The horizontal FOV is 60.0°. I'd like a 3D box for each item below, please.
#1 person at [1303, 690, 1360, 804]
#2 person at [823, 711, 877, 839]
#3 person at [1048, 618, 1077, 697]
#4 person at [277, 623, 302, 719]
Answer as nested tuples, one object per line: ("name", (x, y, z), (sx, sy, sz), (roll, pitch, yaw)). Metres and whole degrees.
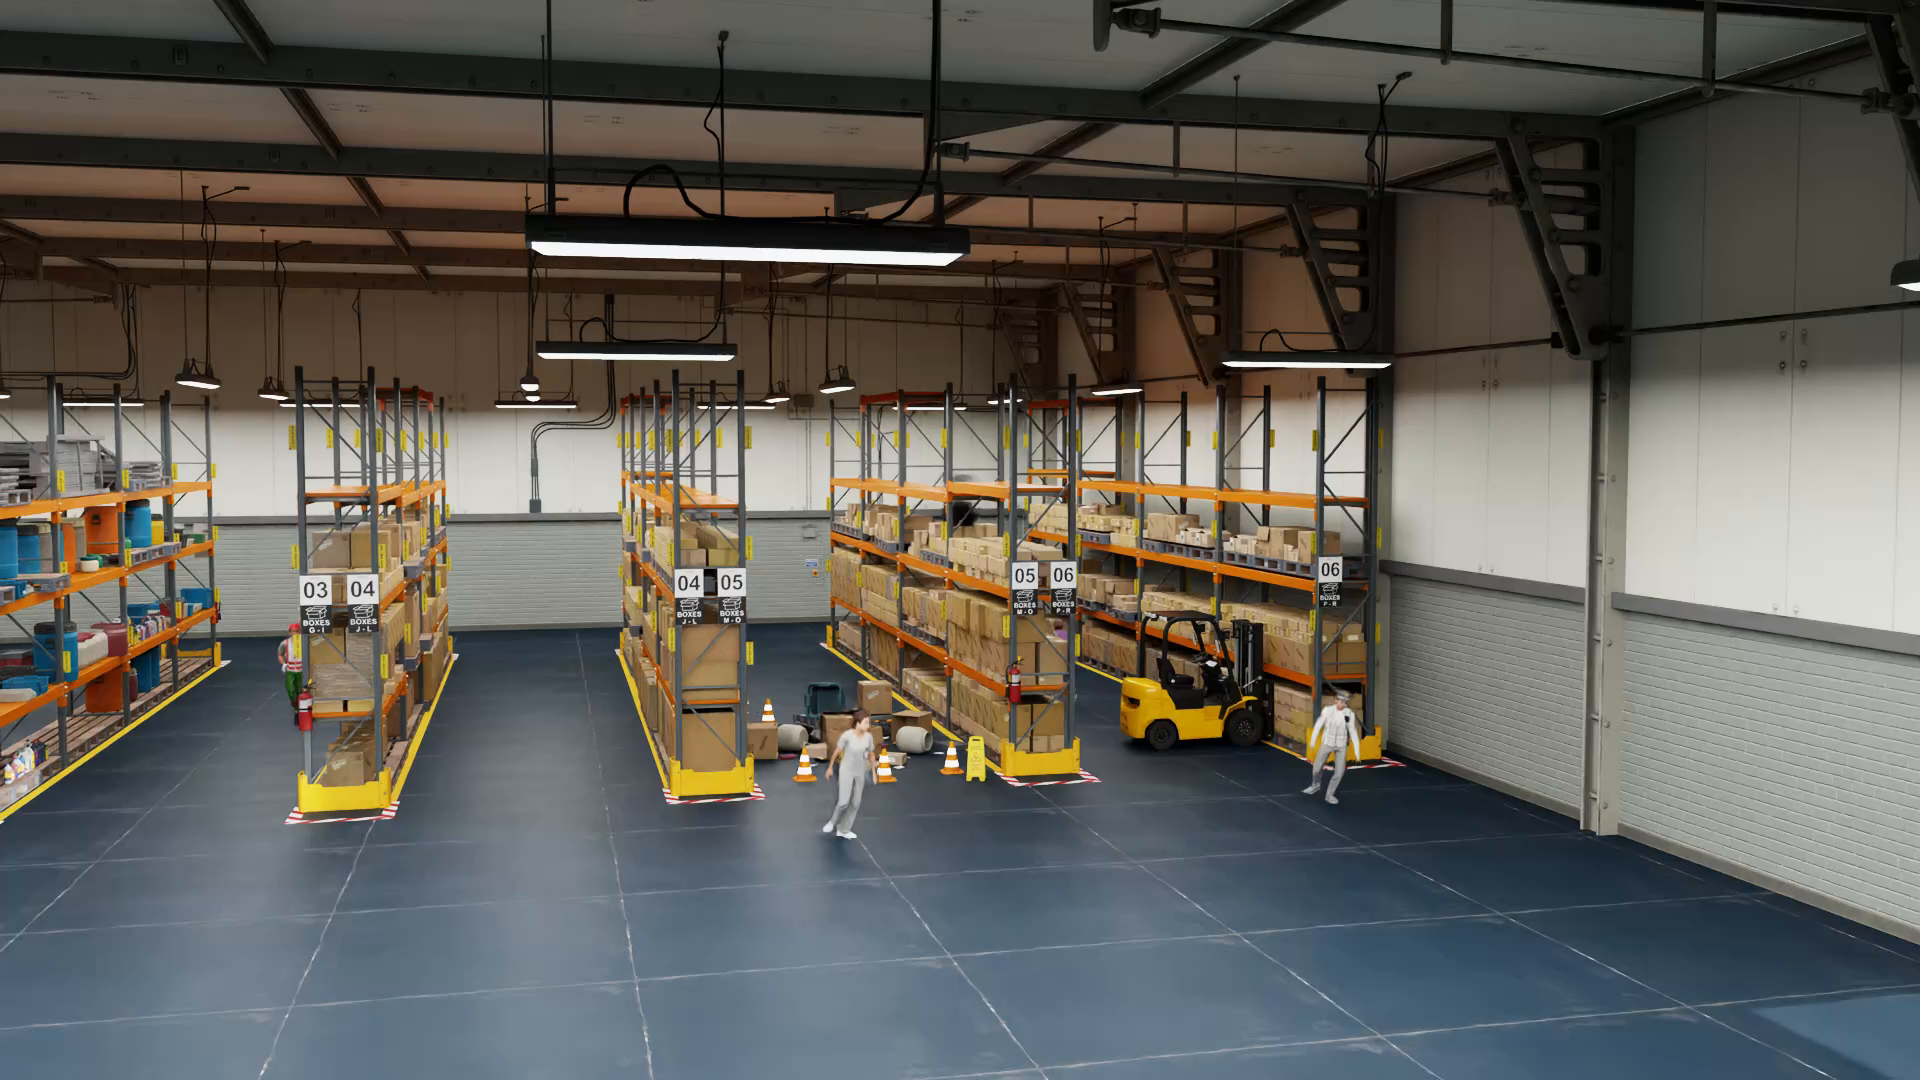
("person", (5.129, 2.832, 22.947), (0.737, 1.590, 0.620), (0, 3, 7))
("person", (-1.386, 2.944, 20.896), (0.615, 1.636, 0.520), (-2, 4, -30))
("person", (1.961, 2.307, 31.997), (0.534, 1.568, 0.904), (-2, 4, -26))
("person", (-11.945, 2.353, 29.958), (0.660, 1.729, 0.645), (-1, 3, -13))
